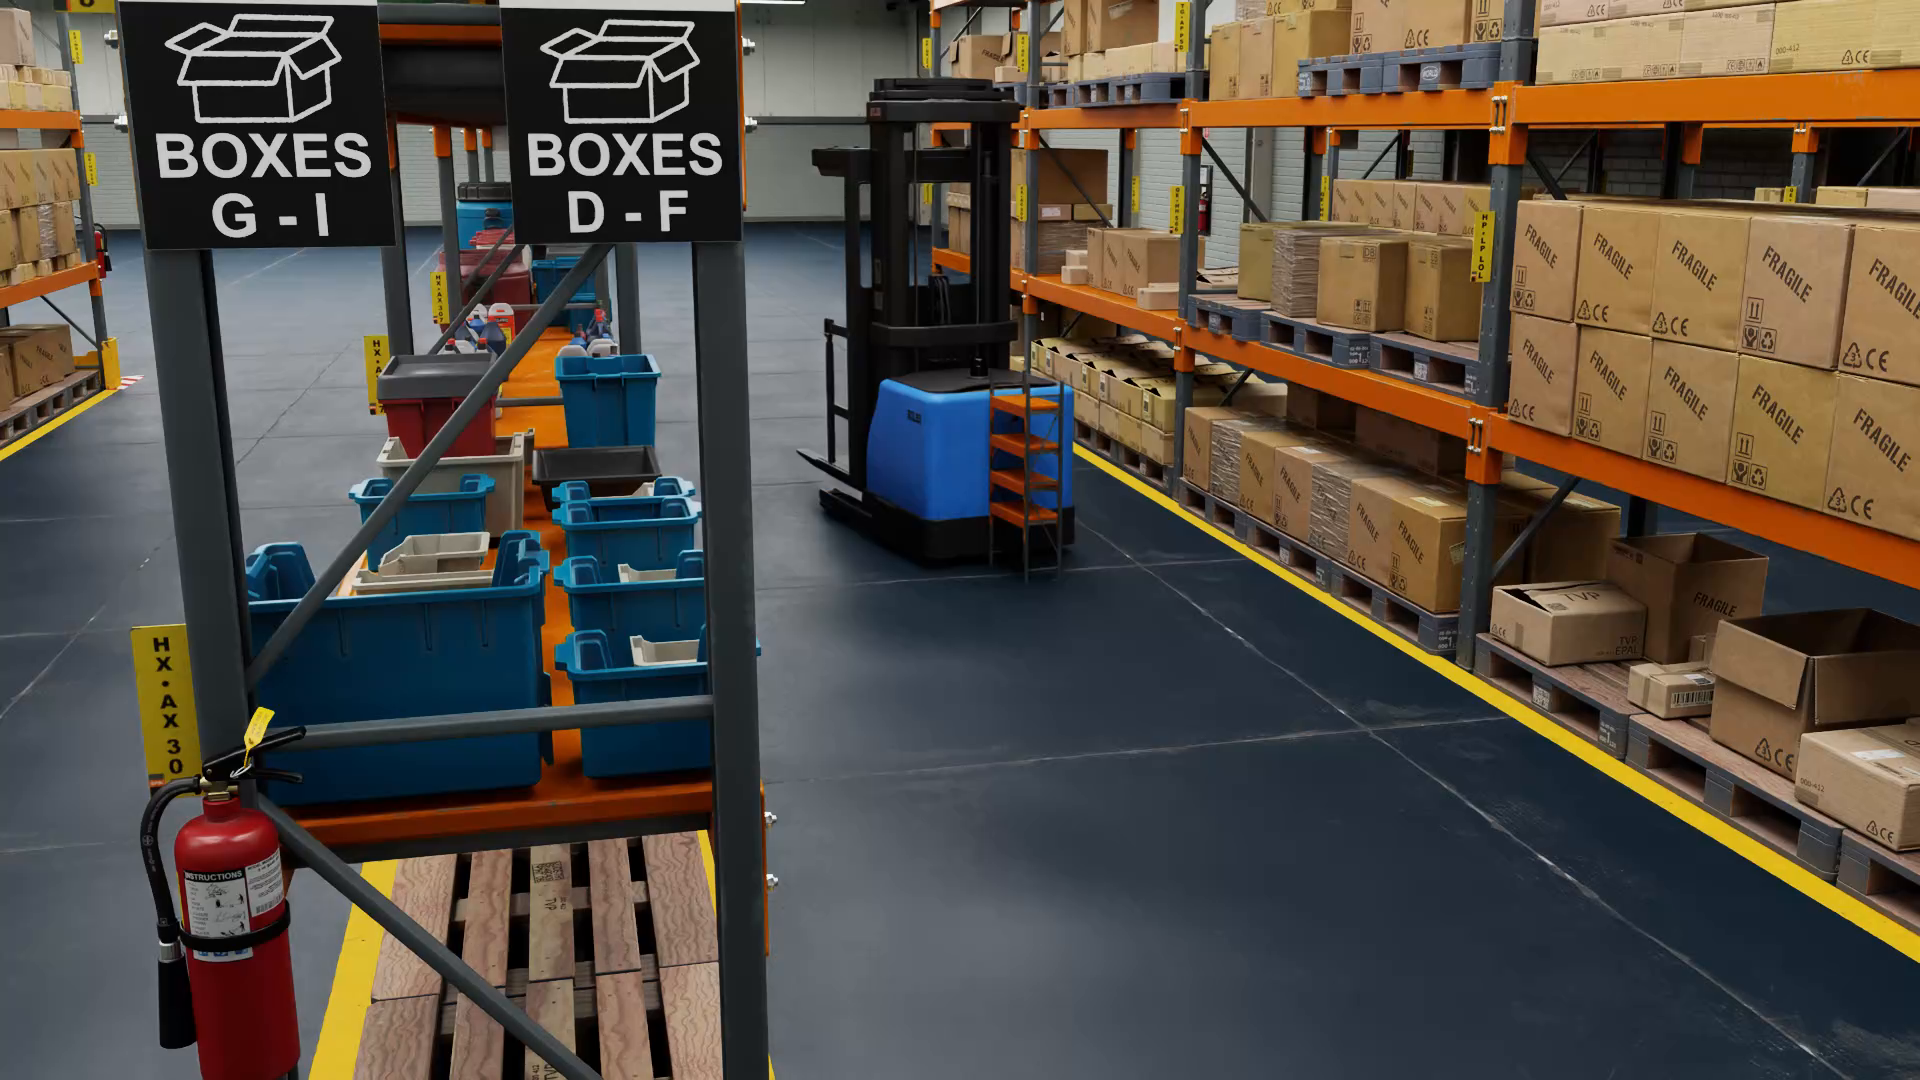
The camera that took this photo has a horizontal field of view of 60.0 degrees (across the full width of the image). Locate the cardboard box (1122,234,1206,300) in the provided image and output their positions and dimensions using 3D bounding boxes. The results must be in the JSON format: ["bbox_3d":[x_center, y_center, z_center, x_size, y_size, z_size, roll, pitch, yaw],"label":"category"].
[{"bbox_3d":[1.638,-2.200,13.402,0.500,0.500,0.500,-4,14,-16],"label":"cardboard box"}]

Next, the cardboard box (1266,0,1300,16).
[{"bbox_3d":[2.264,-3.538,10.452,0.500,0.500,0.500,-3,14,-13],"label":"cardboard box"}]

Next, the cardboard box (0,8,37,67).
[{"bbox_3d":[-8.851,-4.609,15.262,0.500,0.500,0.500,-3,14,-13],"label":"cardboard box"}]

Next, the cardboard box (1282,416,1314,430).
[{"bbox_3d":[2.496,-0.562,11.248,0.500,0.500,0.500,-3,14,-11],"label":"cardboard box"}]

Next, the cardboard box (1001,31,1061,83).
[{"bbox_3d":[0.844,-4.855,16.759,0.797,0.503,0.637,-2,14,-7],"label":"cardboard box"}]

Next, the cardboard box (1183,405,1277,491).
[{"bbox_3d":[1.877,-0.644,11.583,0.500,0.500,0.500,-3,14,-11],"label":"cardboard box"}]

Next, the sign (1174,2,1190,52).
[{"bbox_3d":[1.507,-3.483,11.287,0.100,0.325,0.005,-3,14,-13],"label":"sign"}]

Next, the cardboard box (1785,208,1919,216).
[{"bbox_3d":[3.599,-1.040,6.548,0.500,0.500,0.500,-3,14,-13],"label":"cardboard box"}]

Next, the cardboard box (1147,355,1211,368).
[{"bbox_3d":[1.840,-1.400,14.066,0.500,0.311,0.500,-3,14,-14],"label":"cardboard box"}]

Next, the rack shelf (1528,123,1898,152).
[{"bbox_3d":[6.393,-3.612,14.585,1.077,0.370,4.000,-3,14,-13],"label":"rack shelf"}]

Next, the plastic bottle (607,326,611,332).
[{"bbox_3d":[-1.915,-1.027,9.056,0.061,0.283,0.133,-3,14,-13],"label":"plastic bottle"}]

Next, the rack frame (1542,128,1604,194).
[{"bbox_3d":[5.923,-2.965,16.744,1.000,3.000,0.127,-3,14,-13],"label":"rack frame"}]

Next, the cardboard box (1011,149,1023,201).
[{"bbox_3d":[0.878,-3.586,16.339,0.700,0.500,0.500,-3,14,-13],"label":"cardboard box"}]

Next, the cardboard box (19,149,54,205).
[{"bbox_3d":[-8.854,-3.395,15.558,0.500,0.500,0.500,-3,14,-13],"label":"cardboard box"}]

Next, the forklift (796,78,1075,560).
[{"bbox_3d":[-0.337,-1.609,11.336,1.130,2.935,3.031,-6,15,-23],"label":"forklift"}]

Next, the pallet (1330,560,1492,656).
[{"bbox_3d":[2.760,0.326,9.146,1.003,0.211,1.213,-3,14,-13],"label":"pallet"}]

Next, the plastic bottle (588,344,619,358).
[{"bbox_3d":[-1.784,-0.849,8.343,0.152,0.276,0.135,-3,14,-13],"label":"plastic bottle"}]

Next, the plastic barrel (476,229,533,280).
[{"bbox_3d":[-3.696,-2.246,13.514,0.433,0.535,0.433,0,14,0],"label":"plastic barrel"}]

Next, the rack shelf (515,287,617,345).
[{"bbox_3d":[-3.237,-1.602,12.680,1.077,0.370,4.000,-3,14,-13],"label":"rack shelf"}]

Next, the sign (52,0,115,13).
[{"bbox_3d":[-1.420,-1.017,2.668,0.100,0.325,0.005,-3,14,-13],"label":"sign"}]

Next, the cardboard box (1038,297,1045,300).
[{"bbox_3d":[1.069,-2.276,17.251,0.500,0.500,0.500,-3,14,-13],"label":"cardboard box"}]

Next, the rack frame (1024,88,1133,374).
[{"bbox_3d":[1.109,-2.688,15.610,1.000,3.000,0.127,-3,14,-13],"label":"rack frame"}]

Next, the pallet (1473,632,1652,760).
[{"bbox_3d":[3.148,0.670,7.738,1.003,0.211,1.213,-3,14,-13],"label":"pallet"}]

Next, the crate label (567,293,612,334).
[{"bbox_3d":[-2.502,-1.527,11.210,0.303,0.233,0.416,-3,14,-13],"label":"crate label"}]

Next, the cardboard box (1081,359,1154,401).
[{"bbox_3d":[1.326,-1.365,13.922,0.500,0.311,0.500,-3,14,-12],"label":"cardboard box"}]

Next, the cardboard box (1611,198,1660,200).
[{"bbox_3d":[6.319,-2.829,15.047,0.700,0.500,0.500,-1,14,-5],"label":"cardboard box"}]

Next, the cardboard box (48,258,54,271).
[{"bbox_3d":[-8.964,-2.652,15.993,0.380,0.149,0.250,-3,14,-13],"label":"cardboard box"}]

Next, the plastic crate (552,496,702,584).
[{"bbox_3d":[-0.936,0.028,4.717,0.416,0.233,0.300,-3,14,-13],"label":"plastic crate"}]

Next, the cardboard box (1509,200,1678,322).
[{"bbox_3d":[2.825,-1.253,7.416,0.500,0.500,0.500,-3,14,-12],"label":"cardboard box"}]

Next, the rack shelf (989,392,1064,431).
[{"bbox_3d":[0.391,-0.766,9.877,0.258,0.148,0.480,-6,15,-23],"label":"rack shelf"}]

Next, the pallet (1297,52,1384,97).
[{"bbox_3d":[2.656,-2.602,9.333,1.213,0.211,1.003,-3,14,-13],"label":"pallet"}]

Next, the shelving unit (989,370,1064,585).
[{"bbox_3d":[0.391,-0.384,9.970,0.258,1.200,0.503,-6,15,-23],"label":"shelving unit"}]

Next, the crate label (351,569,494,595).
[{"bbox_3d":[-1.399,0.146,4.440,0.396,0.136,0.243,-3,14,-13],"label":"crate label"}]

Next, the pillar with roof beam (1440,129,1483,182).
[{"bbox_3d":[1.804,-6.449,18.363,9.100,9.000,0.400,-3,14,-13],"label":"pillar with roof beam"}]

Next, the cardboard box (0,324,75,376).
[{"bbox_3d":[-9.331,-1.904,16.784,0.500,0.500,0.500,-1,14,-3],"label":"cardboard box"}]

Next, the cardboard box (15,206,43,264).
[{"bbox_3d":[-8.943,-2.782,15.156,0.875,0.500,0.500,-3,14,-13],"label":"cardboard box"}]

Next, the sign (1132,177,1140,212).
[{"bbox_3d":[1.634,-3.245,15.615,0.100,0.325,0.005,-3,14,-13],"label":"sign"}]

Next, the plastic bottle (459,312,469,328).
[{"bbox_3d":[-2.884,-1.176,9.664,0.061,0.283,0.133,-3,14,-13],"label":"plastic bottle"}]

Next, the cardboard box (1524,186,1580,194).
[{"bbox_3d":[6.016,-3.386,17.162,0.500,0.500,0.500,-4,14,-14],"label":"cardboard box"}]

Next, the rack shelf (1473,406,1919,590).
[{"bbox_3d":[3.457,-0.032,6.253,1.077,0.370,4.000,-3,14,-13],"label":"rack shelf"}]

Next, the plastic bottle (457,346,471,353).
[{"bbox_3d":[-2.471,-0.812,8.191,0.152,0.276,0.135,-3,14,-13],"label":"plastic bottle"}]

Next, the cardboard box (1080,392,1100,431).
[{"bbox_3d":[1.324,-1.095,13.997,0.500,0.250,0.500,-3,14,-12],"label":"cardboard box"}]

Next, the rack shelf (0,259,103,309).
[{"bbox_3d":[-8.991,-2.249,15.328,1.077,0.370,4.000,-3,14,-13],"label":"rack shelf"}]

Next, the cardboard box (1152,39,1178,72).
[{"bbox_3d":[1.746,-3.575,12.352,0.500,0.250,0.500,-3,14,-12],"label":"cardboard box"}]

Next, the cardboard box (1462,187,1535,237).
[{"bbox_3d":[5.511,-3.358,17.046,0.500,0.500,0.500,-3,14,-13],"label":"cardboard box"}]

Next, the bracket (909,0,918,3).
[{"bbox_3d":[-1.305,-15.243,46.773,0.235,0.232,0.430,-3,14,-13],"label":"bracket"}]

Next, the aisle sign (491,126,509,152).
[{"bbox_3d":[-4.948,-4.599,17.953,0.394,0.787,0.004,-3,14,-13],"label":"aisle sign"}]

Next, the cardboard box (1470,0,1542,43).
[{"bbox_3d":[2.941,-2.721,8.119,0.600,0.600,0.600,-5,14,-19],"label":"cardboard box"}]

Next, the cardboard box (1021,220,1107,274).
[{"bbox_3d":[0.998,-2.839,16.016,0.700,0.500,0.500,-4,14,-15],"label":"cardboard box"}]

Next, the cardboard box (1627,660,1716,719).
[{"bbox_3d":[3.089,0.628,7.080,0.380,0.166,0.250,-3,14,-13],"label":"cardboard box"}]

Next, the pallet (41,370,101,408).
[{"bbox_3d":[-9.287,-1.498,16.615,1.003,0.211,1.213,-3,14,-13],"label":"pallet"}]

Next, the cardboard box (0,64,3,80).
[{"bbox_3d":[-8.641,-4.106,14.568,0.380,0.149,0.250,-4,14,-14],"label":"cardboard box"}]

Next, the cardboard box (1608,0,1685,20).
[{"bbox_3d":[2.979,-2.229,6.671,0.500,0.250,0.500,-3,14,-13],"label":"cardboard box"}]

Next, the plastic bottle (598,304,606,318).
[{"bbox_3d":[-2.204,-1.311,10.218,0.061,0.283,0.133,-3,14,-13],"label":"plastic bottle"}]

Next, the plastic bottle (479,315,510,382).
[{"bbox_3d":[-2.505,-1.031,8.931,0.144,0.351,0.185,-3,14,-13],"label":"plastic bottle"}]

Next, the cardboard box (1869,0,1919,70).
[{"bbox_3d":[3.313,-1.639,5.310,0.500,0.250,0.500,-3,14,-13],"label":"cardboard box"}]
